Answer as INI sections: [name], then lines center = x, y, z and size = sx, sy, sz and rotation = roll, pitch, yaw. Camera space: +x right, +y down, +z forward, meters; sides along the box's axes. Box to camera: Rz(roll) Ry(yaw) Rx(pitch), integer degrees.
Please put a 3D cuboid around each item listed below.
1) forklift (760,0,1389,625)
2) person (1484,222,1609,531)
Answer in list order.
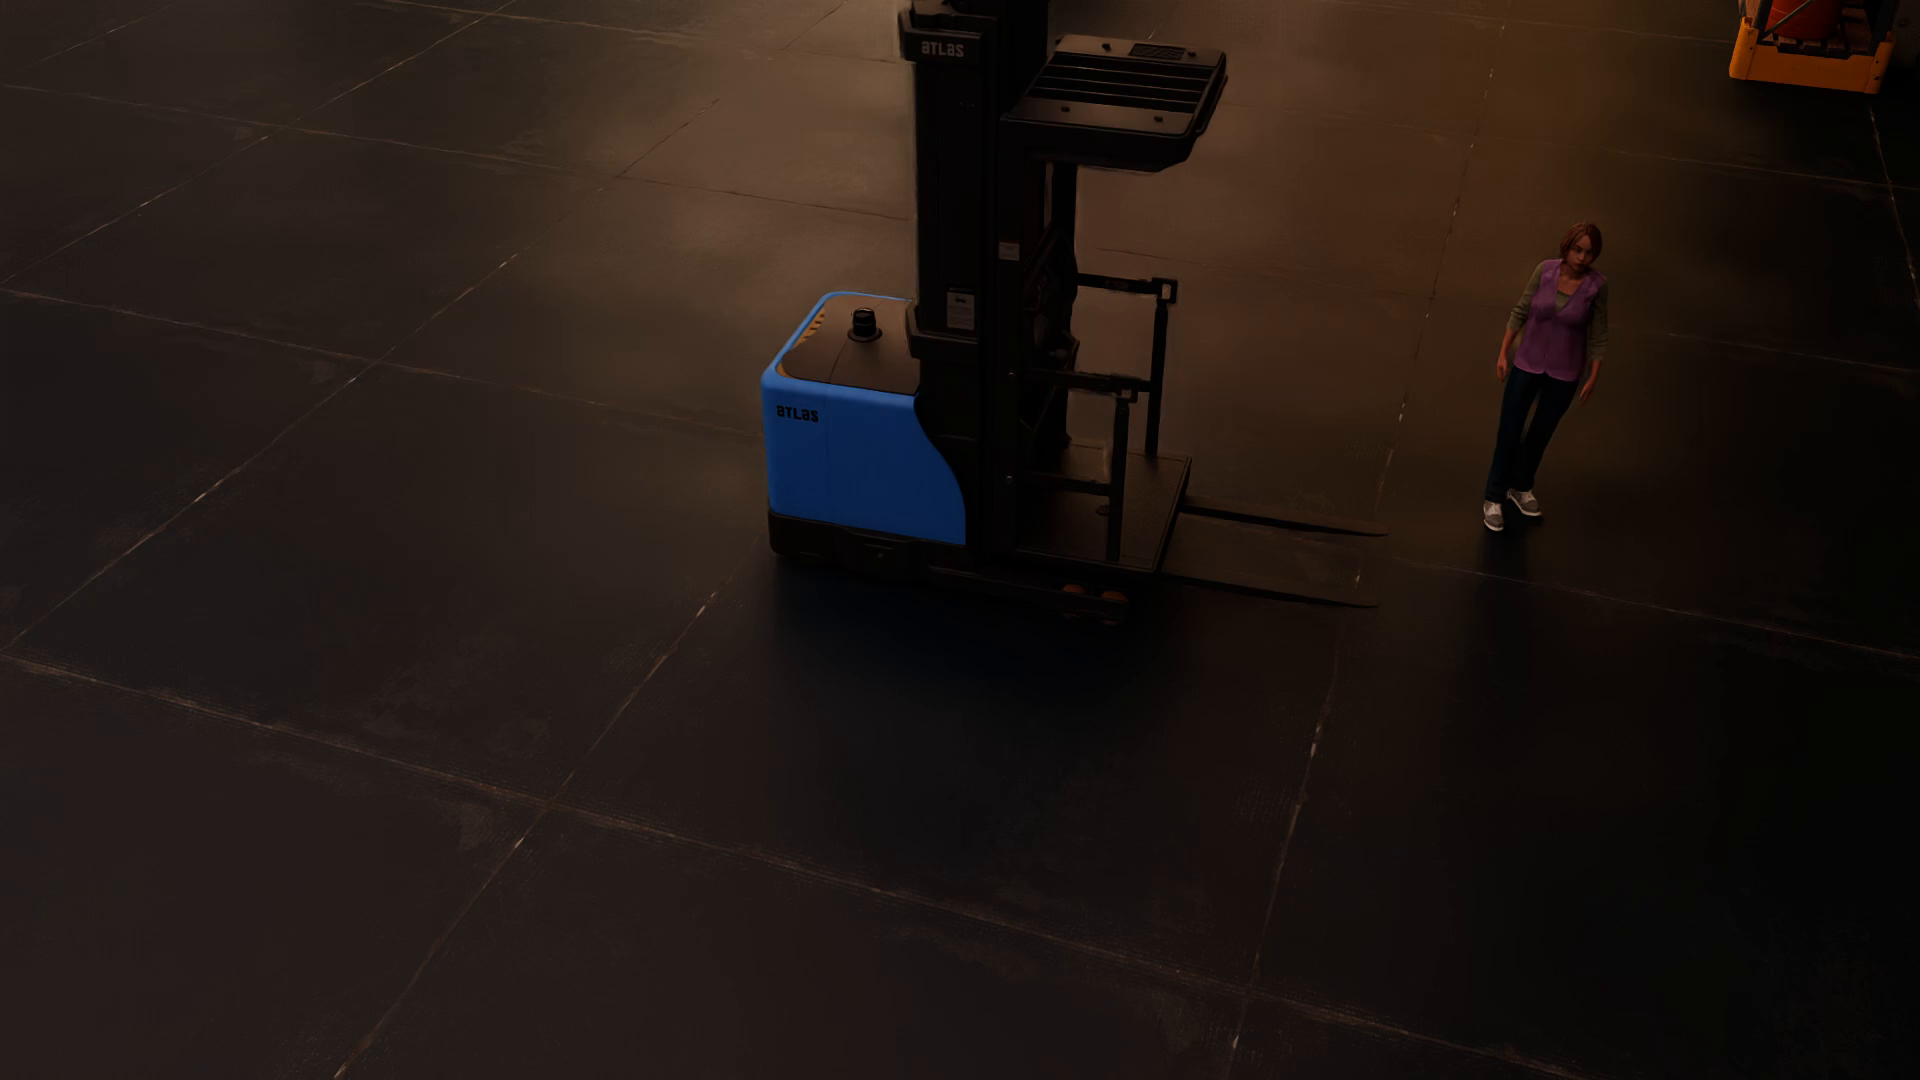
[forklift]
center = 0.604, -1.126, 7.699
size = 3.031, 2.935, 1.130
rotation = 9, 36, 13
[person]
center = 2.951, -0.805, 8.402
size = 0.497, 1.598, 0.543
rotation = 16, 38, 21
